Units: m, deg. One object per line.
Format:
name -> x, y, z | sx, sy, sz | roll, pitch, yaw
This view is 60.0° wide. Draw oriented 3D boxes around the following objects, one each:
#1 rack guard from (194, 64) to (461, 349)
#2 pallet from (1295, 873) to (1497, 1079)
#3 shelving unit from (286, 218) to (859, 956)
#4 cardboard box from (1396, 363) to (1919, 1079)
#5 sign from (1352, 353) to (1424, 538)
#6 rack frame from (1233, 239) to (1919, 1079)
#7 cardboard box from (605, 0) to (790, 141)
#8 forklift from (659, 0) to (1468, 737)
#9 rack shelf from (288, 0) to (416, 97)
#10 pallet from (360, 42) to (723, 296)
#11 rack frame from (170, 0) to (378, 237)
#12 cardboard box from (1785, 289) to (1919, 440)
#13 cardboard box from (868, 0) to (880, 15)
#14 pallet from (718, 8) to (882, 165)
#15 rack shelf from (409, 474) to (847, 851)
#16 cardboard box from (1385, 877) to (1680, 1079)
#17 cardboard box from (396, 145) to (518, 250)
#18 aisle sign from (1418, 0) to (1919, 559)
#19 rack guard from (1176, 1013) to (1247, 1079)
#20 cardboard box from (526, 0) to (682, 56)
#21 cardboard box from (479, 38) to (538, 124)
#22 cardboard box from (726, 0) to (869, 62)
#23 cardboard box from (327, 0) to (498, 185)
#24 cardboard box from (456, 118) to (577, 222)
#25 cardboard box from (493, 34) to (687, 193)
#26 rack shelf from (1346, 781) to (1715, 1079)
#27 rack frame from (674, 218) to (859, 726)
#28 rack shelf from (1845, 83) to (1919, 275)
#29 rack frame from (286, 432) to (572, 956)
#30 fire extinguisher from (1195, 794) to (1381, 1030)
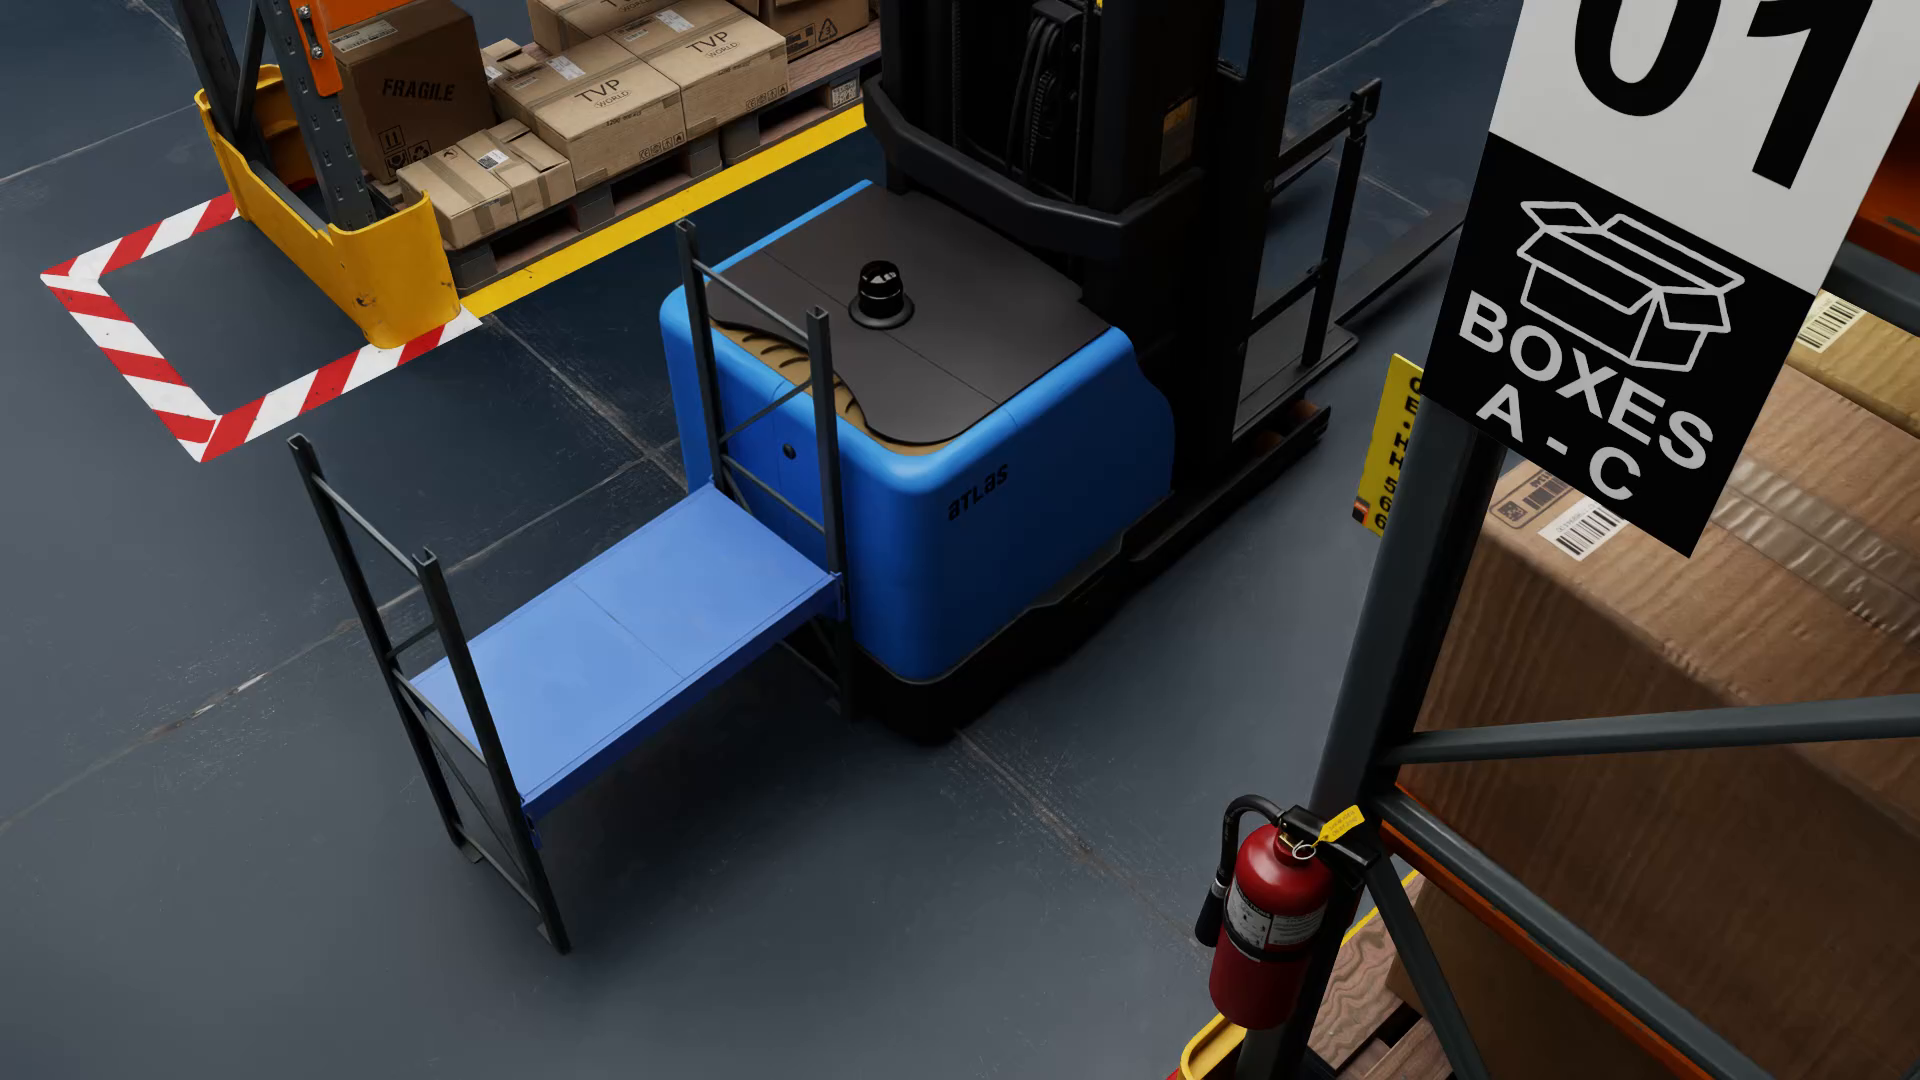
rack guard -> -2.298, -1.225, 6.040 | 0.348, 0.500, 1.175 | -34, 56, -27
pallet -> 1.520, 1.164, 4.032 | 1.213, 0.211, 1.003 | -34, 56, -27
shelving unit -> -0.834, 0.155, 4.086 | 0.538, 1.500, 1.048 | 36, 57, 28
cardboard box -> 1.352, 0.297, 2.731 | 0.700, 0.700, 0.980 | -31, 55, -26
sign -> 0.627, -0.118, 2.369 | 0.005, 0.325, 0.100 | -34, 56, -27
rack frame -> 0.979, 0.655, 2.605 | 0.053, 2.616, 0.949 | -34, 56, -27
cardboard box -> -1.021, -1.861, 6.498 | 0.500, 0.250, 0.500 | -34, 56, -27
forklift -> 0.575, -1.428, 4.574 | 1.130, 2.935, 3.031 | 36, 57, 28
rack shelf -> -0.874, -2.780, 6.264 | 4.000, 0.370, 1.077 | -34, 56, -27
pallet -> -1.708, -1.522, 6.511 | 1.213, 0.211, 1.003 | -34, 56, -27
rack frame -> -2.354, -2.035, 5.087 | 0.127, 3.000, 1.000 | -34, 56, -27
cardboard box -> 1.883, -0.069, 3.068 | 0.700, 0.700, 0.980 | -34, 56, -27
cardboard box -> -0.180, -2.444, 6.994 | 0.500, 0.311, 0.500 | -34, 56, -27
pallet -> -0.806, -2.122, 7.064 | 1.213, 0.211, 1.003 | -34, 56, -27
rack shelf -> -0.834, 0.277, 4.218 | 0.538, 0.185, 1.000 | 36, 57, 28
cardboard box -> 1.432, 0.961, 3.737 | 0.500, 0.500, 0.700 | -34, 56, -27
cardboard box -> -1.813, -1.238, 5.992 | 0.250, 0.149, 0.380 | -34, 56, -27
aisle sign -> 0.726, -0.353, 1.766 | 0.004, 0.787, 0.394 | -34, 56, -27
rack guard -> 0.964, 1.516, 3.511 | 0.348, 0.500, 1.175 | -34, 56, -27
cardboard box -> -1.394, -2.108, 6.726 | 0.500, 0.250, 0.500 | -34, 56, -27
cardboard box -> -1.757, -1.778, 6.478 | 0.250, 0.166, 0.380 | -34, 56, -27
cardboard box -> -0.781, -2.384, 6.808 | 0.637, 0.503, 0.797 | -34, 56, -27
cardboard box -> -2.117, -1.740, 6.216 | 0.500, 0.500, 0.500 | -34, 56, -27
cardboard box -> -1.628, -1.367, 6.099 | 0.250, 0.166, 0.380 | -34, 56, -27
cardboard box -> -1.391, -1.614, 6.270 | 0.500, 0.250, 0.500 | -34, 56, -27
rack shelf -> 2.461, -0.088, 3.780 | 4.000, 0.370, 1.077 | -34, 56, -27
rack frame -> -0.480, -0.113, 4.333 | 0.500, 1.500, 0.032 | 36, 57, 28
rack shelf -> 2.461, -1.106, 2.678 | 4.000, 0.370, 1.077 | -34, 56, -27
rack frame -> -1.188, 0.423, 3.839 | 0.500, 1.500, 0.032 | 36, 57, 28
fire extinguisher -> 0.559, 0.633, 2.931 | 0.183, 0.674, 0.296 | -34, 56, -27
